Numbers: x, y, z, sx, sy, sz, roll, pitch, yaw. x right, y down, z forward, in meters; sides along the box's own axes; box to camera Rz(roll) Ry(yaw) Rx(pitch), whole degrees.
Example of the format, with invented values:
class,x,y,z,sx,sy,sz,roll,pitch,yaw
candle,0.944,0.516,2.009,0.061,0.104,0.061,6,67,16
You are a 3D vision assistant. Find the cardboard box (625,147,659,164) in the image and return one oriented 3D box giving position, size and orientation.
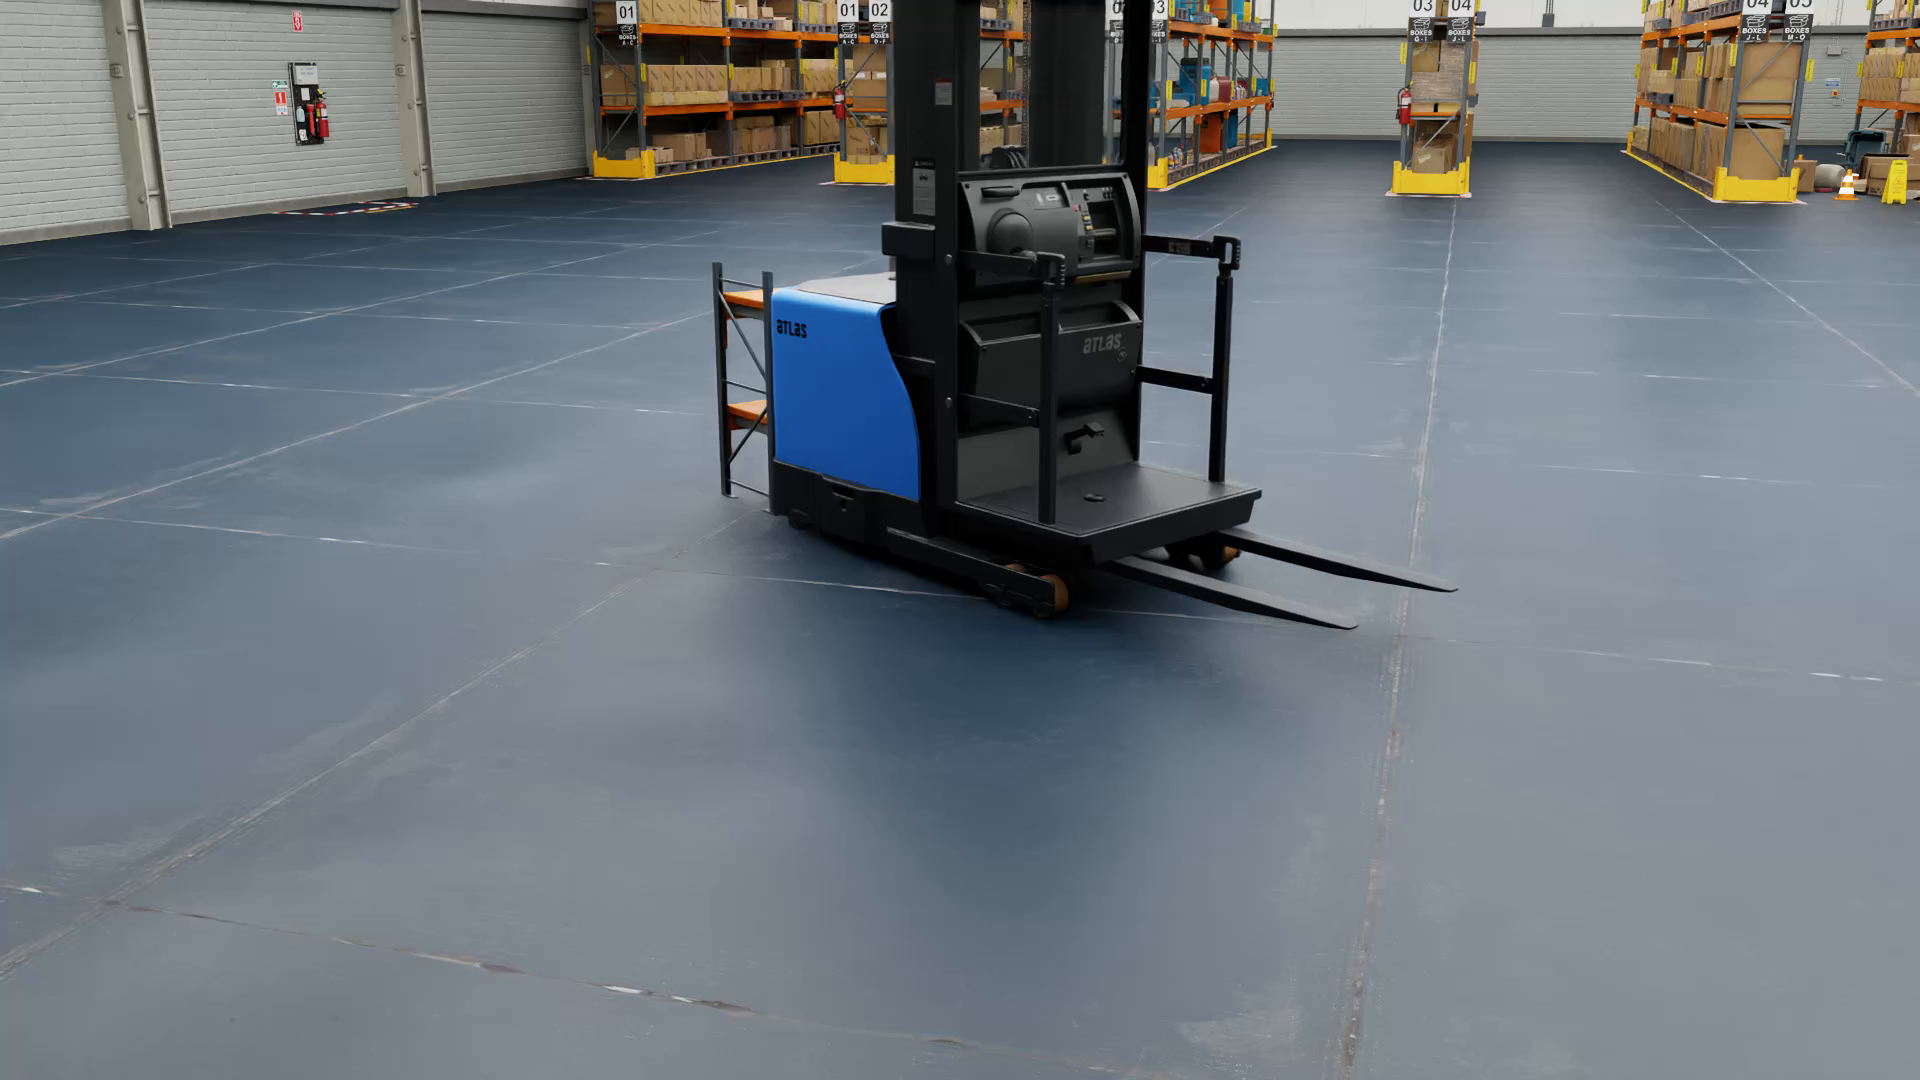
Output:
class,x,y,z,sx,sy,sz,roll,pitch,yaw
cardboard box,-6.165,-7.467,32.278,0.500,0.311,0.500,3,16,10

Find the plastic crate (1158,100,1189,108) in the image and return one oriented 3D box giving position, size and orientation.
class,x,y,z,sx,sy,sz,roll,pitch,yaw
plastic crate,3.969,-8.081,30.808,0.530,0.136,0.437,5,16,16

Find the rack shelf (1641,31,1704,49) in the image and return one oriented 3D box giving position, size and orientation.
class,x,y,z,sx,sy,sz,roll,pitch,yaw
rack shelf,16.505,-11.571,38.448,1.077,0.370,4.000,5,16,16

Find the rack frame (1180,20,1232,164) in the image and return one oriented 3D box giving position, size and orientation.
class,x,y,z,sx,sy,sz,roll,pitch,yaw
rack frame,5.324,-9.699,36.028,1.000,3.000,0.127,5,16,16

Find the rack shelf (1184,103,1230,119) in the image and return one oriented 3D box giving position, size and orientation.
class,x,y,z,sx,sy,sz,roll,pitch,yaw
rack shelf,4.756,-8.830,34.282,1.077,0.370,4.000,5,16,16

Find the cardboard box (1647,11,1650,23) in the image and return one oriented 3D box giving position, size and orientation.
class,x,y,z,sx,sy,sz,roll,pitch,yaw
cardboard box,16.552,-12.377,39.331,0.500,0.250,0.500,4,16,15

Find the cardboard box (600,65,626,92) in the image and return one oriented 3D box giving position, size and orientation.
class,x,y,z,sx,sy,sz,roll,pitch,yaw
cardboard box,-6.518,-8.813,31.766,0.500,0.500,0.500,4,16,15

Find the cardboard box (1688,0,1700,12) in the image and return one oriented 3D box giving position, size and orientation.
class,x,y,z,sx,sy,sz,roll,pitch,yaw
cardboard box,14.383,-10.382,32.149,0.500,0.311,0.500,5,16,16

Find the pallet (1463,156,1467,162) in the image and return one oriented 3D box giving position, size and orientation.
class,x,y,z,sx,sy,sz,roll,pitch,yaw
pallet,10.369,-8.174,35.761,1.003,0.211,1.213,5,16,16

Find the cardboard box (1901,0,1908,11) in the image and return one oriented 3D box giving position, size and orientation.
class,x,y,z,sx,sy,sz,roll,pitch,yaw
cardboard box,21.064,-11.691,36.413,0.797,0.503,0.637,6,17,20

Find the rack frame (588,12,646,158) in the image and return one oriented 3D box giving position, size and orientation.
class,x,y,z,sx,sy,sz,roll,pitch,yaw
rack frame,-6.448,-8.375,31.358,1.000,3.000,0.127,5,16,16

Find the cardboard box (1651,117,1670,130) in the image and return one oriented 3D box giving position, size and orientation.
class,x,y,z,sx,sy,sz,roll,pitch,yaw
cardboard box,15.473,-9.138,36.486,0.500,0.250,0.500,4,16,13

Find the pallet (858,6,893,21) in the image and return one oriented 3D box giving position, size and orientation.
class,x,y,z,sx,sy,sz,roll,pitch,yaw
pallet,-1.471,-9.575,30.255,1.003,0.211,1.213,5,16,16

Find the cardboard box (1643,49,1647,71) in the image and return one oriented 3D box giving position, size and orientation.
class,x,y,z,sx,sy,sz,roll,pitch,yaw
cardboard box,16.385,-11.306,39.131,0.500,0.500,0.500,4,16,15

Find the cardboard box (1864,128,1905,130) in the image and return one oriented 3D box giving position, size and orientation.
class,x,y,z,sx,sy,sz,roll,pitch,yaw
cardboard box,21.756,-9.429,39.000,0.875,0.438,0.875,4,16,14

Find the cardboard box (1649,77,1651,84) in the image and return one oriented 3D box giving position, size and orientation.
class,x,y,z,sx,sy,sz,roll,pitch,yaw
cardboard box,15.384,-10.107,36.613,0.380,0.149,0.250,5,17,17

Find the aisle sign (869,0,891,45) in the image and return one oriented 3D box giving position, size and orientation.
class,x,y,z,sx,sy,sz,roll,pitch,yaw
aisle sign,-1.422,-9.201,29.508,0.394,0.787,0.004,5,16,16

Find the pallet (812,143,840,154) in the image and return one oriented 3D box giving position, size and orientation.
class,x,y,z,sx,sy,sz,roll,pitch,yaw
pallet,-3.529,-9.645,40.945,1.003,0.211,1.213,5,16,16

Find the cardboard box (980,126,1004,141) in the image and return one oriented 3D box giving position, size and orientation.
class,x,y,z,sx,sy,sz,roll,pitch,yaw
cardboard box,0.664,-9.077,37.077,0.500,0.311,0.500,5,17,17

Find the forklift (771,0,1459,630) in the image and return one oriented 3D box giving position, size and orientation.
class,x,y,z,sx,sy,sz,roll,pitch,yaw
forklift,0.514,-1.271,6.440,1.130,2.935,3.031,-14,21,-40

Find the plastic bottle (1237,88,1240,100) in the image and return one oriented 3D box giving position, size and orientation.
class,x,y,z,sx,sy,sz,roll,pitch,yaw
plastic bottle,6.374,-10.295,38.356,0.152,0.276,0.135,5,16,16

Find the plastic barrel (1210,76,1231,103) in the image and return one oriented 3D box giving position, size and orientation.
class,x,y,z,sx,sy,sz,roll,pitch,yaw
plastic barrel,5.483,-9.620,35.499,0.600,0.536,0.708,5,16,16

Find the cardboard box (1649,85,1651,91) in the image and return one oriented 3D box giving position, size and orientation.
class,x,y,z,sx,sy,sz,roll,pitch,yaw
cardboard box,15.310,-9.891,36.396,0.380,0.149,0.250,5,17,17

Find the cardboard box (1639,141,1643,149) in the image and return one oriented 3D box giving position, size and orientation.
class,x,y,z,sx,sy,sz,roll,pitch,yaw
cardboard box,16.015,-9.181,38.656,0.380,0.149,0.250,5,16,16

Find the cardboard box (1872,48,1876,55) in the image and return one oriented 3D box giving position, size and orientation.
class,x,y,z,sx,sy,sz,roll,pitch,yaw
cardboard box,21.292,-11.276,38.384,0.380,0.149,0.250,5,17,18

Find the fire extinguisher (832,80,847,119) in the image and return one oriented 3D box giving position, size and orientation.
class,x,y,z,sx,sy,sz,roll,pitch,yaw
fire extinguisher,-2.176,-7.959,30.035,0.296,0.674,0.183,5,16,16

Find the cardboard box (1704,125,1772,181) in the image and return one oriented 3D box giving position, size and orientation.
class,x,y,z,sx,sy,sz,roll,pitch,yaw
cardboard box,12.904,-6.404,27.534,0.875,0.875,0.875,4,16,15

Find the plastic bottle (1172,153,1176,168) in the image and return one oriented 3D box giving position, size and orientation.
class,x,y,z,sx,sy,sz,roll,pitch,yaw
plastic bottle,3.947,-7.019,30.751,0.061,0.283,0.133,5,17,17

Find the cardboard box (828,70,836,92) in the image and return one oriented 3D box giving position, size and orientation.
class,x,y,z,sx,sy,sz,roll,pitch,yaw
cardboard box,-3.350,-11.178,40.478,0.500,0.500,0.500,5,17,17

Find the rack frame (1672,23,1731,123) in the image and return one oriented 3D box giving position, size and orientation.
class,x,y,z,sx,sy,sz,roll,pitch,yaw
rack frame,14.800,-8.904,33.225,1.000,3.000,0.127,5,16,16

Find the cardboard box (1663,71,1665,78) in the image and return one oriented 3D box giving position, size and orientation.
class,x,y,z,sx,sy,sz,roll,pitch,yaw
cardboard box,14.573,-9.501,33.929,0.380,0.149,0.250,4,16,15

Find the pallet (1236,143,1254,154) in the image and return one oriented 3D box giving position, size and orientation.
class,x,y,z,sx,sy,sz,roll,pitch,yaw
pallet,6.633,-9.600,40.787,1.003,0.211,1.213,5,16,16

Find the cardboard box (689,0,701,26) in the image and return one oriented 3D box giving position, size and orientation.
class,x,y,z,sx,sy,sz,roll,pitch,yaw
cardboard box,-5.495,-10.491,33.104,0.500,0.500,0.500,4,16,14

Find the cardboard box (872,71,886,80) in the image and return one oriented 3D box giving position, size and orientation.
class,x,y,z,sx,sy,sz,roll,pitch,yaw
cardboard box,-1.379,-8.437,30.208,0.380,0.149,0.250,5,16,15

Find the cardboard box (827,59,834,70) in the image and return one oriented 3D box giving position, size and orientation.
class,x,y,z,sx,sy,sz,roll,pitch,yaw
cardboard box,-3.369,-11.534,40.356,0.500,0.250,0.500,4,16,15

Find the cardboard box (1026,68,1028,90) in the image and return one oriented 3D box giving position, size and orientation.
class,x,y,z,sx,sy,sz,roll,pitch,yaw
cardboard box,1.270,-10.914,39.358,0.700,0.500,0.500,1,16,2

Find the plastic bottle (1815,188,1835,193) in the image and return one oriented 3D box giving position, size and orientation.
class,x,y,z,sx,sy,sz,roll,pitch,yaw
plastic bottle,14.516,-5.863,27.886,0.283,0.061,0.133,-1,16,-3

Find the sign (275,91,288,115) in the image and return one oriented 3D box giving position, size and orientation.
class,x,y,z,sx,sy,sz,roll,pitch,yaw
sign,-9.778,-6.292,23.950,0.001,0.329,0.234,5,16,16

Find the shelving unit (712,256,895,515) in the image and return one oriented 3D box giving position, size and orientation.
class,x,y,z,sx,sy,sz,roll,pitch,yaw
shelving unit,-0.598,-0.797,8.078,1.048,1.125,0.538,-12,20,-36

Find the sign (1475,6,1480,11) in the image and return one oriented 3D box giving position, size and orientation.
class,x,y,z,sx,sy,sz,roll,pitch,yaw
sign,10.593,-10.964,34.044,0.100,0.325,0.005,5,16,16

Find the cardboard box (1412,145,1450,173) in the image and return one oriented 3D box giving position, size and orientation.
class,x,y,z,sx,sy,sz,roll,pitch,yaw
cardboard box,8.130,-6.543,28.711,0.500,0.500,0.500,10,18,30

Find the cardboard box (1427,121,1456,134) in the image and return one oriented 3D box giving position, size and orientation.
class,x,y,z,sx,sy,sz,roll,pitch,yaw
cardboard box,9.770,-8.368,33.734,0.500,0.250,0.500,7,17,22

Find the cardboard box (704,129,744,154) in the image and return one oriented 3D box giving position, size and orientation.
class,x,y,z,sx,sy,sz,roll,pitch,yaw
cardboard box,-5.118,-8.624,36.012,0.700,0.500,0.500,5,17,18

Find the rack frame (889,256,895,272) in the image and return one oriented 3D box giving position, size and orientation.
class,x,y,z,sx,sy,sz,roll,pitch,yaw
rack frame,-0.194,-0.881,8.375,0.032,1.125,0.500,-12,20,-36

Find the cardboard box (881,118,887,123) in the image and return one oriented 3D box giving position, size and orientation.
class,x,y,z,sx,sy,sz,roll,pitch,yaw
cardboard box,-2.288,-11.107,44.801,0.700,0.500,0.500,4,16,14

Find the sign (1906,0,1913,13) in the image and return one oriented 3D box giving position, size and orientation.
class,x,y,z,sx,sy,sz,roll,pitch,yaw
sign,20.179,-11.366,35.314,0.100,0.325,0.005,5,16,16

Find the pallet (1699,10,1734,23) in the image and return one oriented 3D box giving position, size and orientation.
class,x,y,z,sx,sy,sz,roll,pitch,yaw
pallet,13.876,-9.452,30.011,0.805,0.209,1.217,4,16,14

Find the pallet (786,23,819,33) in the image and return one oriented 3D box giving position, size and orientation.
class,x,y,z,sx,sy,sz,roll,pitch,yaw
pallet,-4.042,-11.992,38.962,1.213,0.211,1.003,5,17,18

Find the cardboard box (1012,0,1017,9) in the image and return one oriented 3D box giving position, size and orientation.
class,x,y,z,sx,sy,sz,roll,pitch,yaw
cardboard box,0.996,-12.437,38.168,0.500,0.500,0.500,5,16,16

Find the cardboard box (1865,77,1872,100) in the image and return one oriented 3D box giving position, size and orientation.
class,x,y,z,sx,sy,sz,roll,pitch,yaw
cardboard box,21.319,-10.450,38.492,0.500,0.500,0.500,4,16,15

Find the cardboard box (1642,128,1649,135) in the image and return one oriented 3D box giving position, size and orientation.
class,x,y,z,sx,sy,sz,roll,pitch,yaw
cardboard box,16.024,-9.456,38.535,0.380,0.149,0.250,4,16,13

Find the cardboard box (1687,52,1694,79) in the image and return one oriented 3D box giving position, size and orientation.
class,x,y,z,sx,sy,sz,roll,pitch,yaw
cardboard box,14.520,-9.184,32.196,0.700,0.500,0.500,4,16,15

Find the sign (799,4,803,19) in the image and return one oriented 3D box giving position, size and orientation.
class,x,y,z,sx,sy,sz,roll,pitch,yaw
sign,-3.655,-12.117,38.107,0.100,0.325,0.005,5,16,16

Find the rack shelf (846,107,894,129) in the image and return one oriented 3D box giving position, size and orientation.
class,x,y,z,sx,sy,sz,roll,pitch,yaw
rack shelf,-1.129,-8.169,31.950,1.077,0.370,4.000,5,16,16
